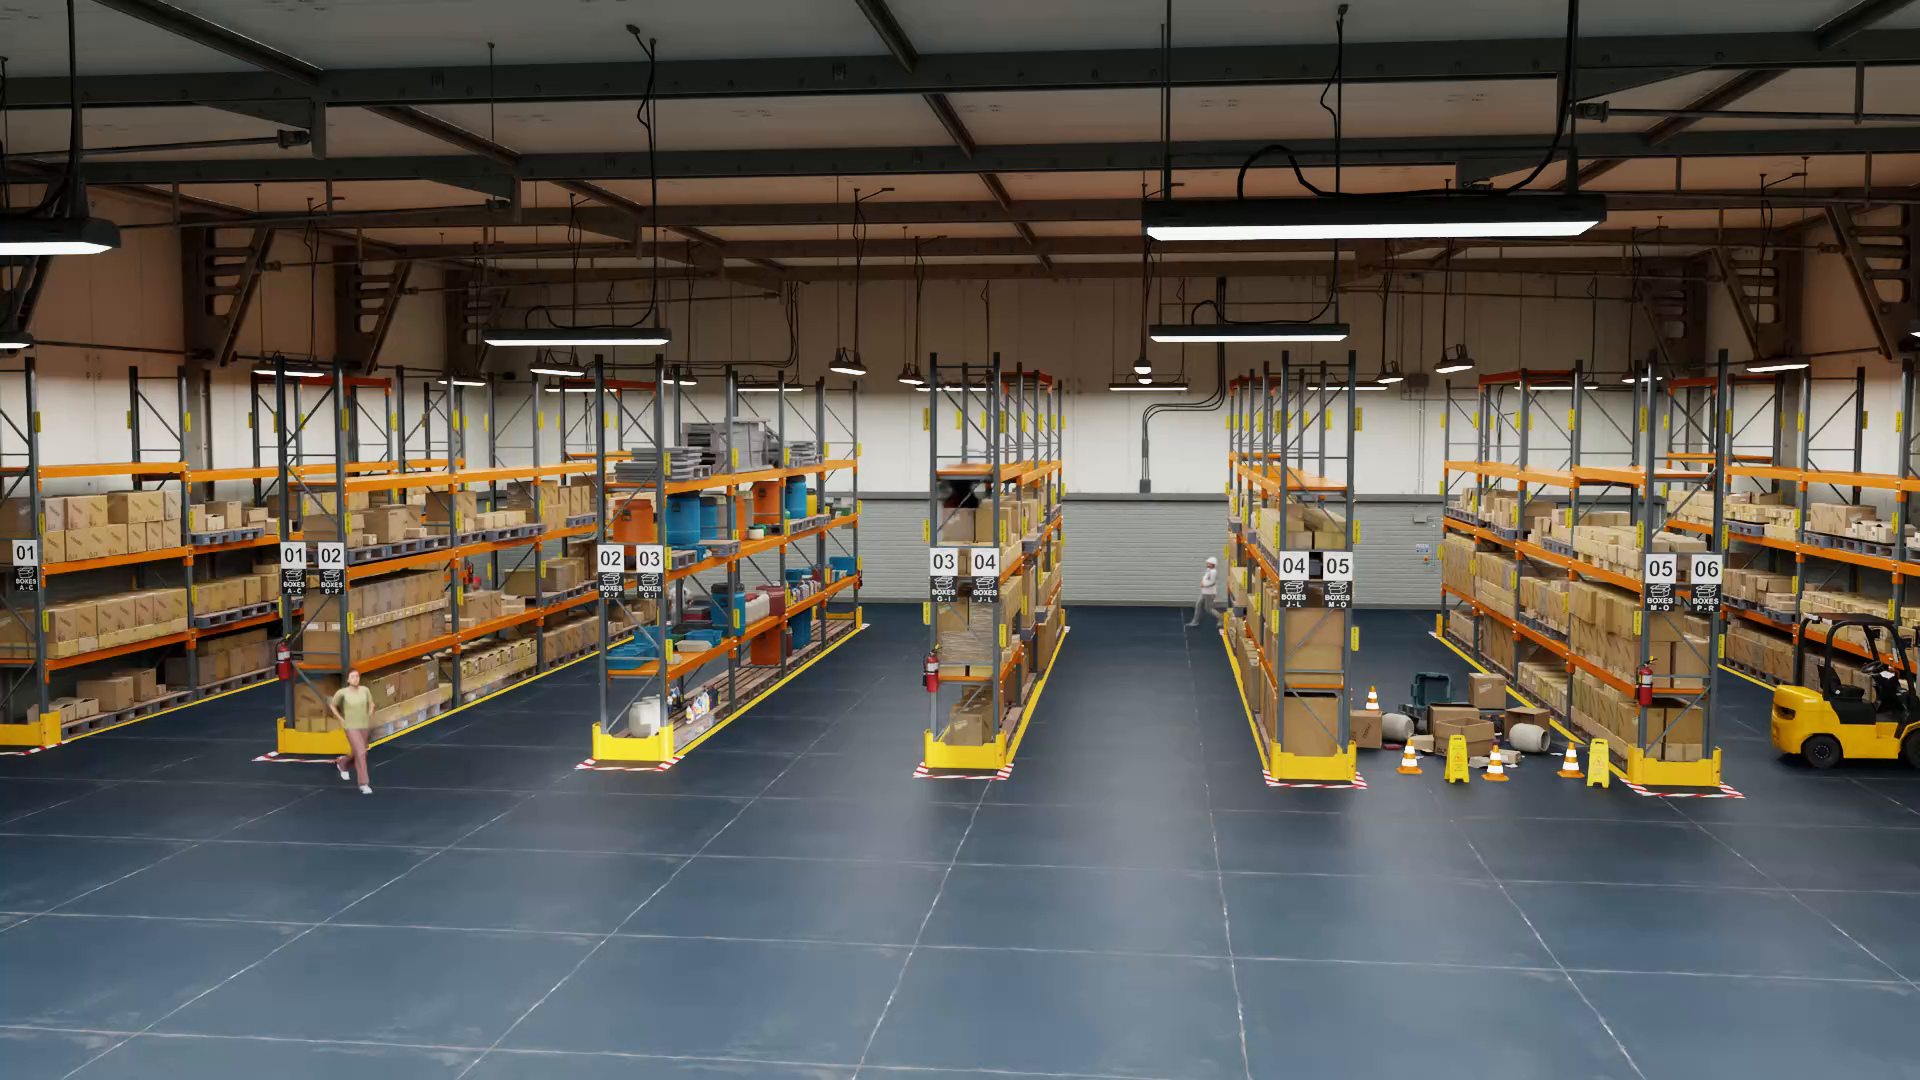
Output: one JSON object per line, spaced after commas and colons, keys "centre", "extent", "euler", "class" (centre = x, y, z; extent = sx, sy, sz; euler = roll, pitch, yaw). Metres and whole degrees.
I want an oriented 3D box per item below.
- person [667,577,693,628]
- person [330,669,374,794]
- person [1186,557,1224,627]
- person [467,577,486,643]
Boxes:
{"centre": [-6.167, 1.594, 36.632], "extent": [0.584, 1.661, 0.561], "euler": [0, 4, -5], "class": "person"}
{"centre": [-8.242, 2.573, 22.663], "extent": [0.857, 1.674, 0.569], "euler": [4, 6, 43], "class": "person"}
{"centre": [5.993, 1.270, 40.349], "extent": [0.956, 1.719, 0.678], "euler": [0, 4, -1], "class": "person"}
{"centre": [-10.165, 1.642, 34.975], "extent": [0.647, 1.748, 0.735], "euler": [1, 4, 7], "class": "person"}
